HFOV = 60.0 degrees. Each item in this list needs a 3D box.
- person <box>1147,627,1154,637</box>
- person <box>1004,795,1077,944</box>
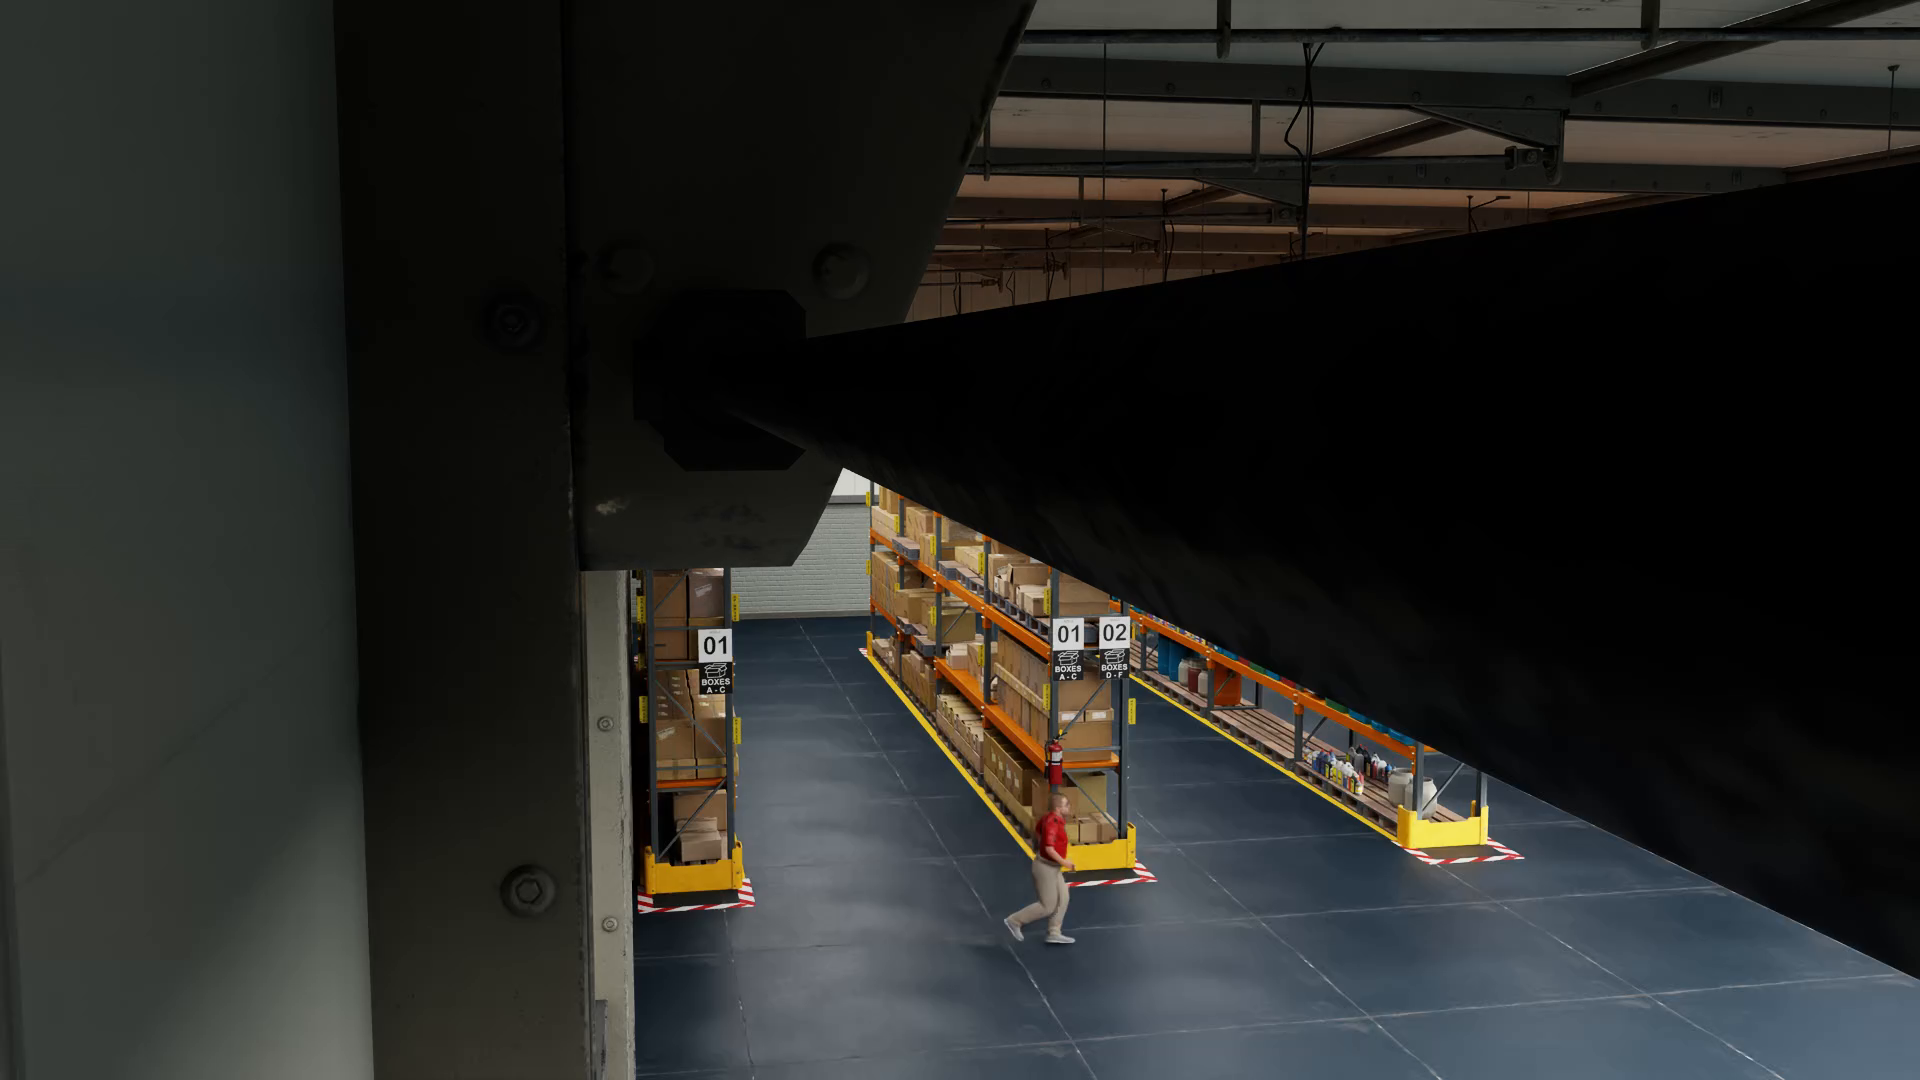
[{"bbox_3d":[4.567,1.522,38.452,0.781,1.668,0.645,4,7,36],"label":"person"},{"bbox_3d":[0.879,3.610,18.183,0.793,1.679,0.663,0,6,3],"label":"person"}]
